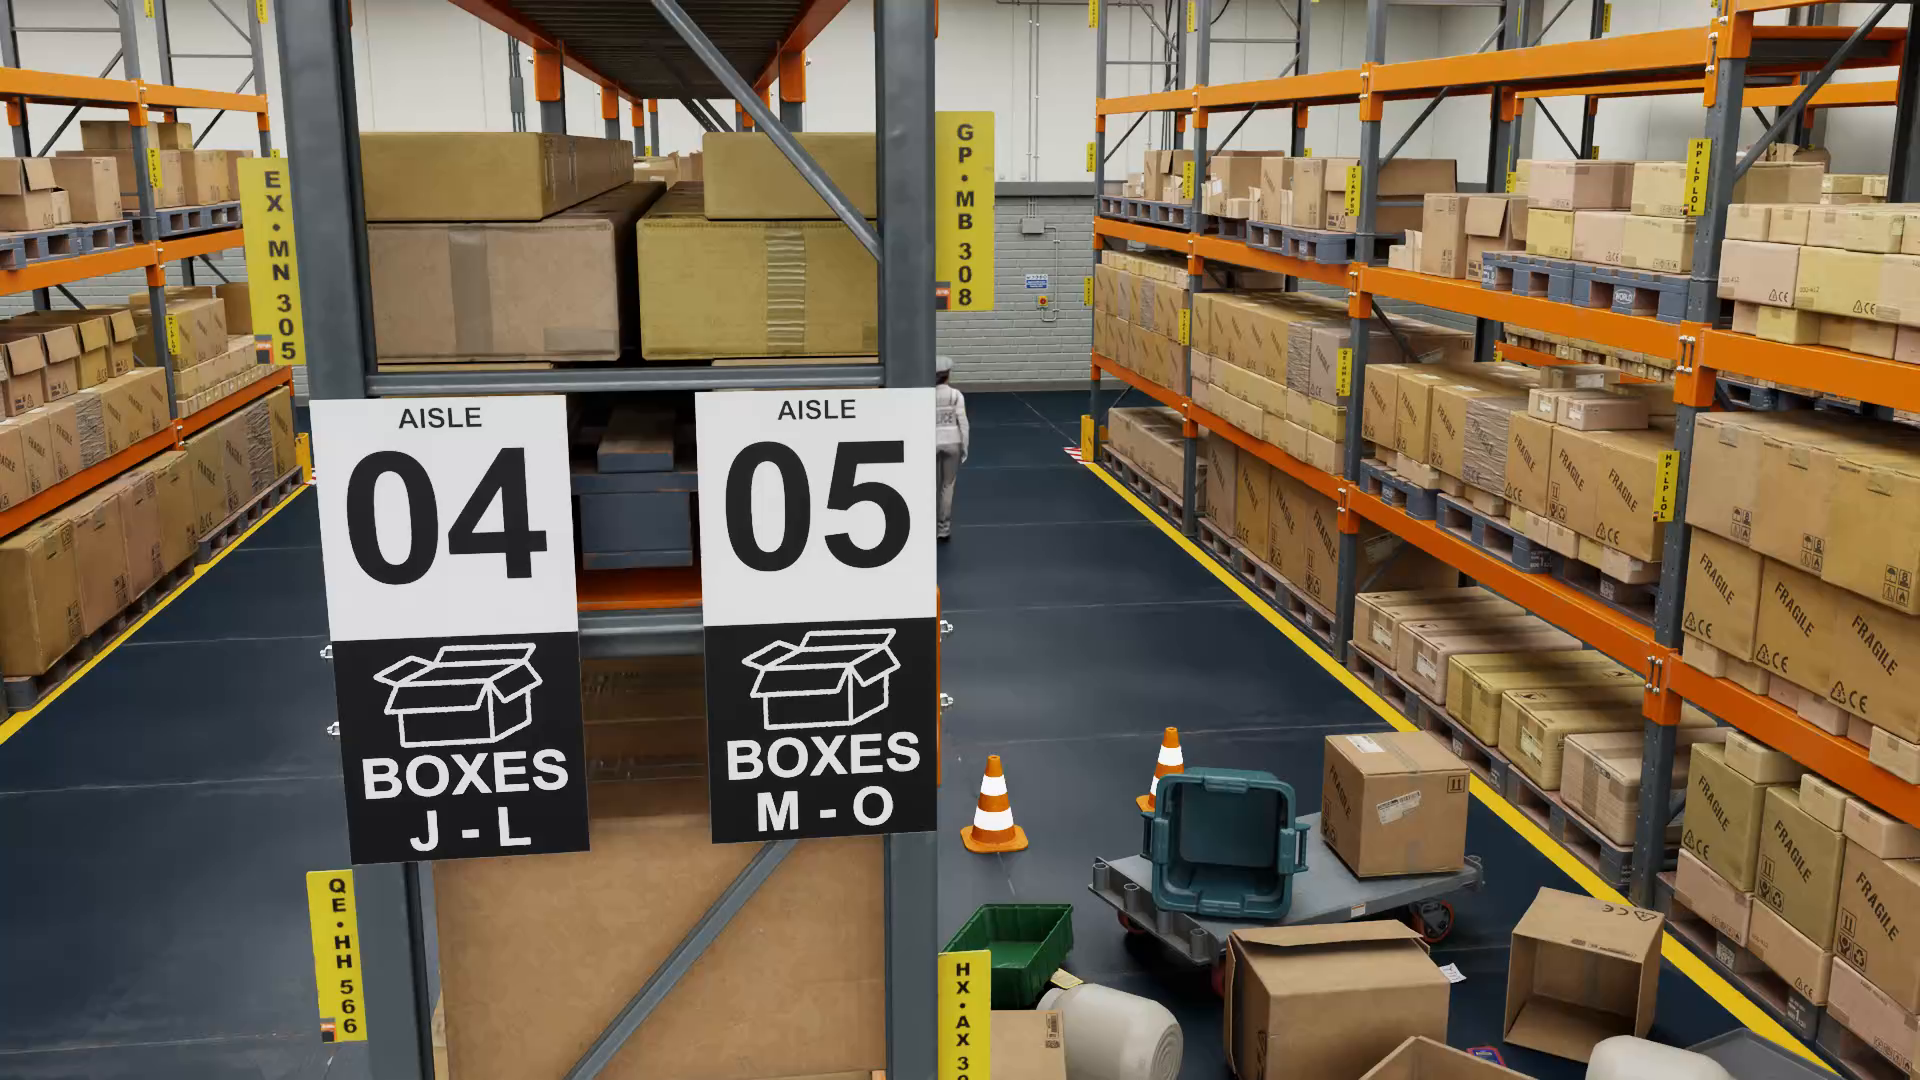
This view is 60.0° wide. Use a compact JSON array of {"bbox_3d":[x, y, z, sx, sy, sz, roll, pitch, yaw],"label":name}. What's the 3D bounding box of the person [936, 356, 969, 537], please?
[{"bbox_3d":[-0.169,-0.869,15.525,0.523,1.704,0.451,2,13,7],"label":"person"}]
